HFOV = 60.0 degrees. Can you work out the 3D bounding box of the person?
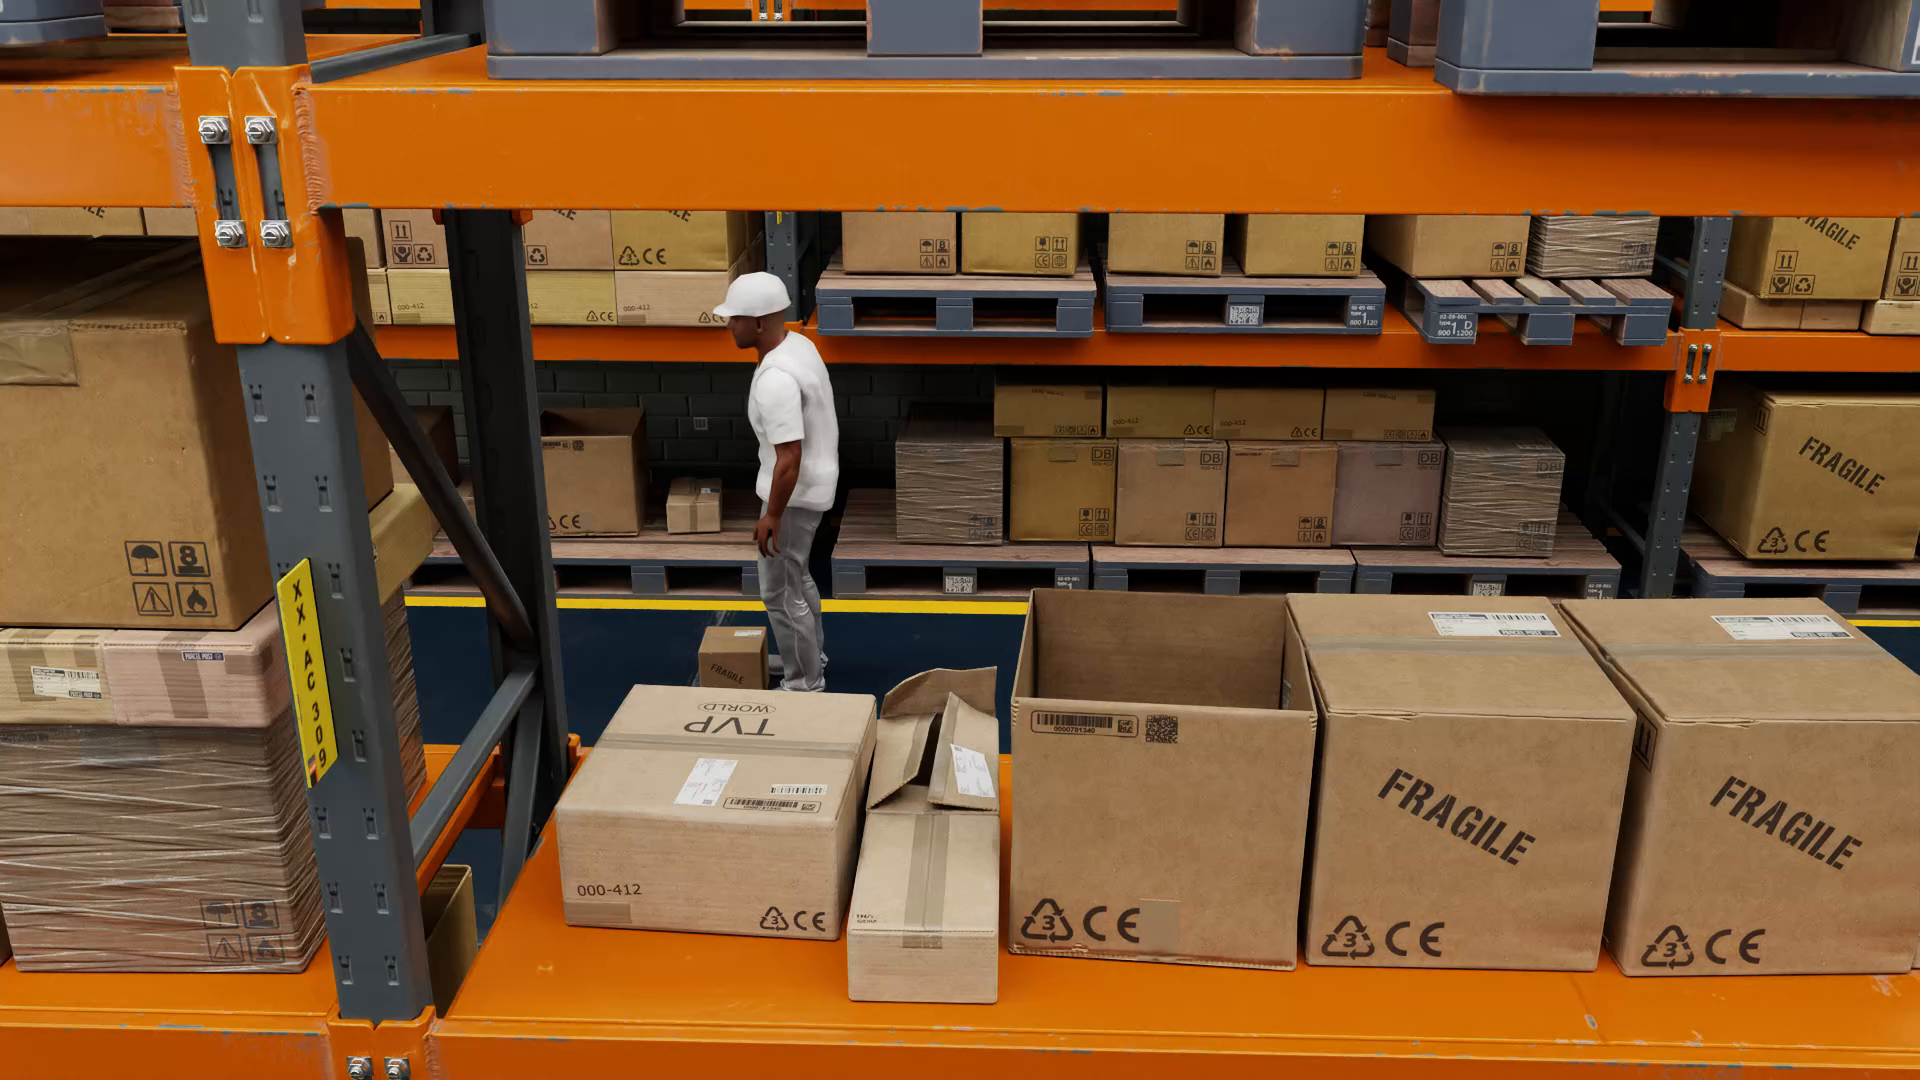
[{"bbox_3d":[-0.700,-0.185,6.545,0.458,1.761,0.638,0,21,0],"label":"person"}]
